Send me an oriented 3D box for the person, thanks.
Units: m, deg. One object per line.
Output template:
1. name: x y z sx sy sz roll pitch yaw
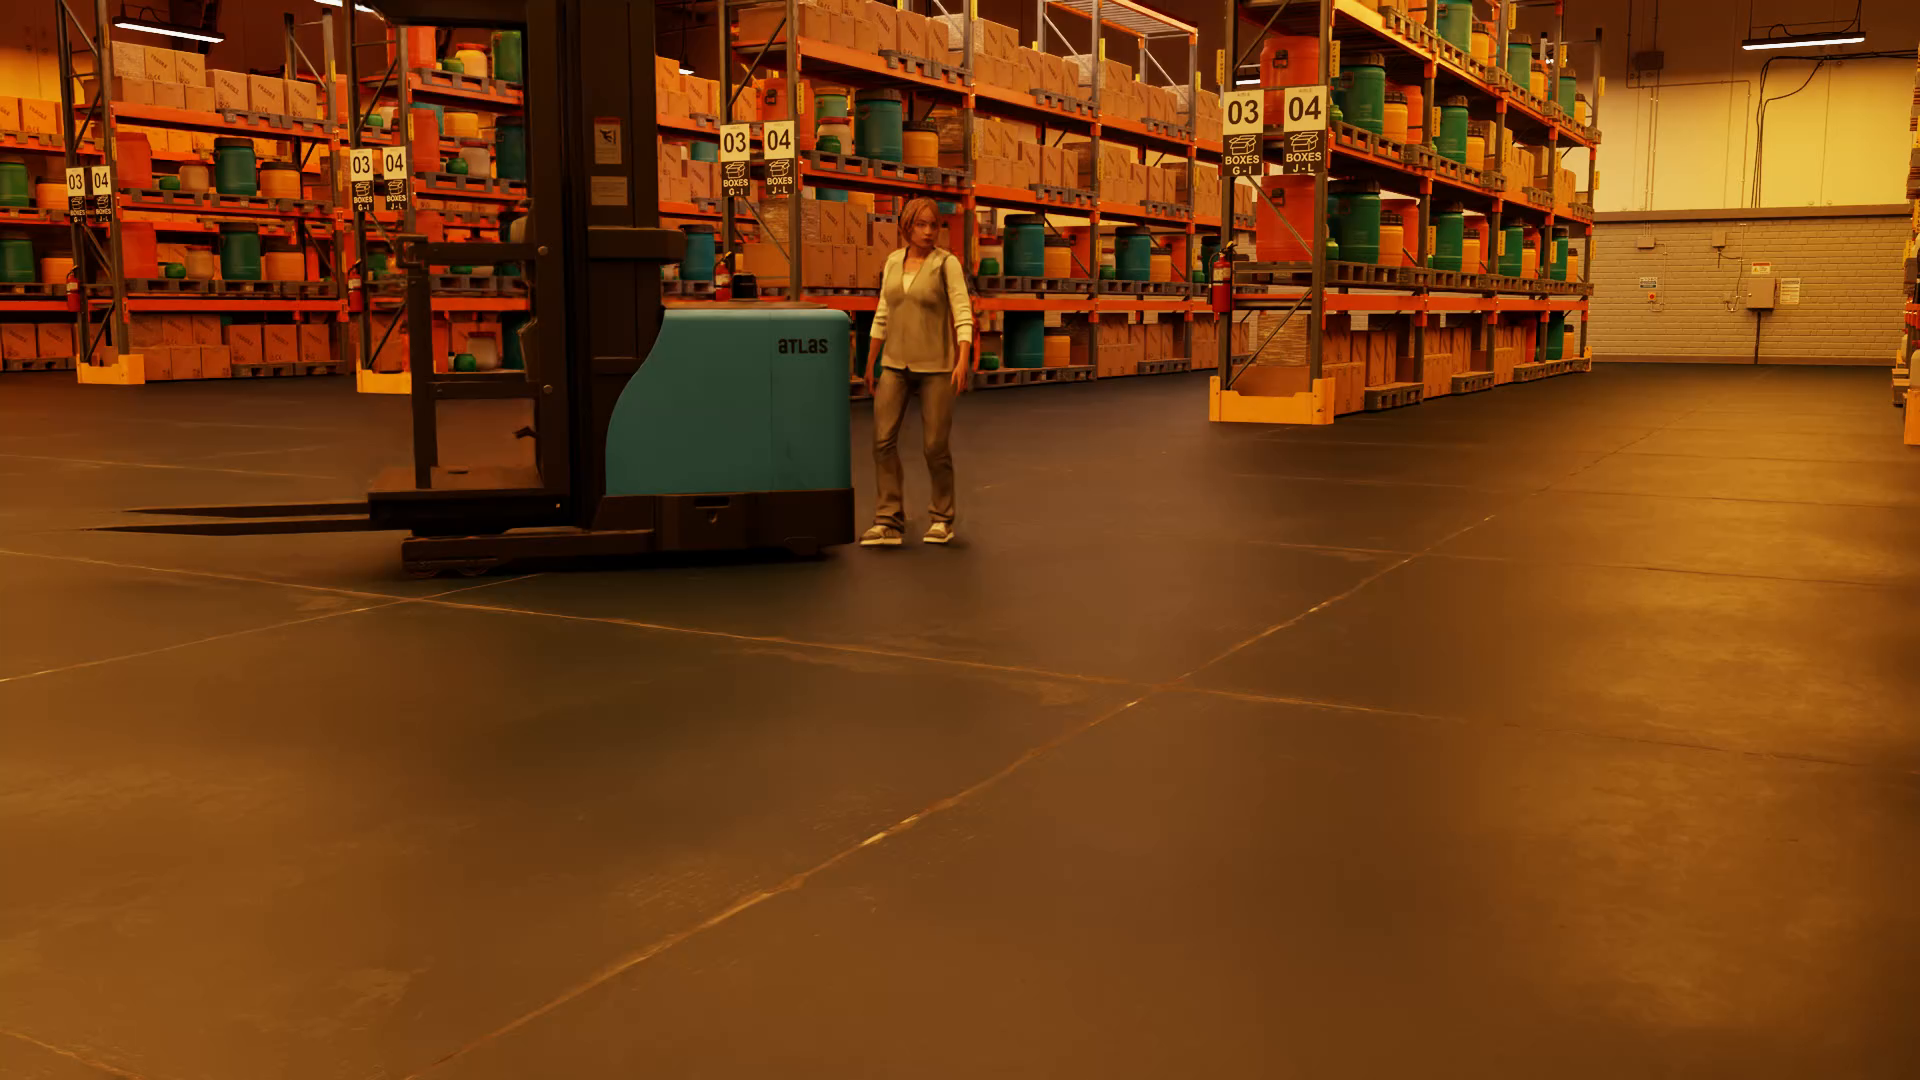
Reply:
1. person: -0.208 -0.750 7.508 0.576 1.575 0.628 3 8 21

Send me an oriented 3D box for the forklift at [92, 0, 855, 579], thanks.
1. forklift: -2.034 -1.377 7.068 3.031 2.935 1.130 -2 8 -16
